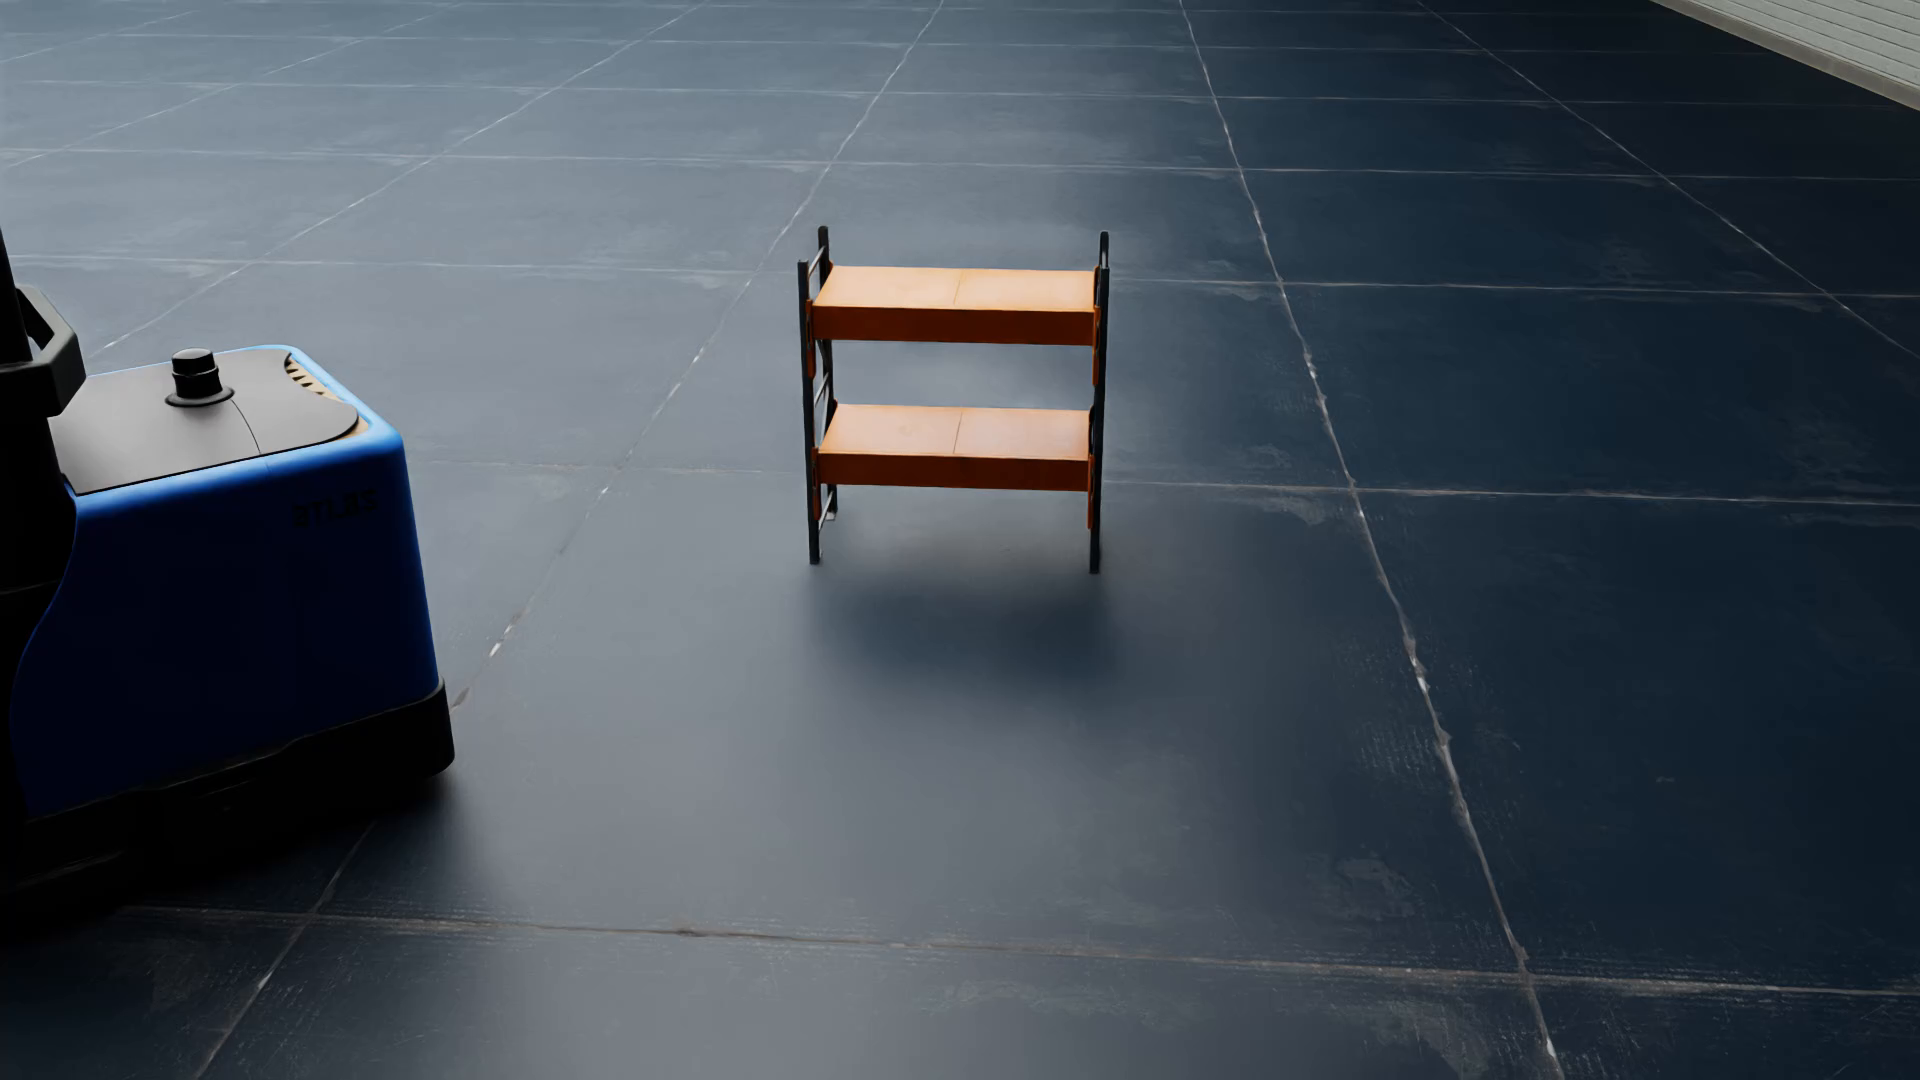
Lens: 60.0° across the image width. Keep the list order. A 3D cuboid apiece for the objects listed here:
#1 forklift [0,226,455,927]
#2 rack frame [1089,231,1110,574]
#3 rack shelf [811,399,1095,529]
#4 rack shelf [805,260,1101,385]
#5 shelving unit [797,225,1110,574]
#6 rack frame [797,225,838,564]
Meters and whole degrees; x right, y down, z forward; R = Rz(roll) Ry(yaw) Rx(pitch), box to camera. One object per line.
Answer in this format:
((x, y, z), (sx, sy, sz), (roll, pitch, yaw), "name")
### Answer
((-2.925, -0.432, 3.683), (3.031, 2.935, 1.130), (-17, 30, -33), "forklift")
((0.500, -0.495, 5.980), (0.032, 1.125, 0.500), (2, 25, 4), "rack frame")
((-0.007, -0.289, 6.118), (1.000, 0.278, 0.538), (2, 25, 4), "rack shelf")
((-0.007, -0.777, 5.893), (1.000, 0.278, 0.538), (2, 25, 4), "rack shelf")
((-0.007, -0.511, 6.015), (1.048, 1.125, 0.538), (2, 25, 4), "shelving unit")
((-0.514, -0.527, 6.051), (0.032, 1.125, 0.500), (2, 25, 4), "rack frame")
